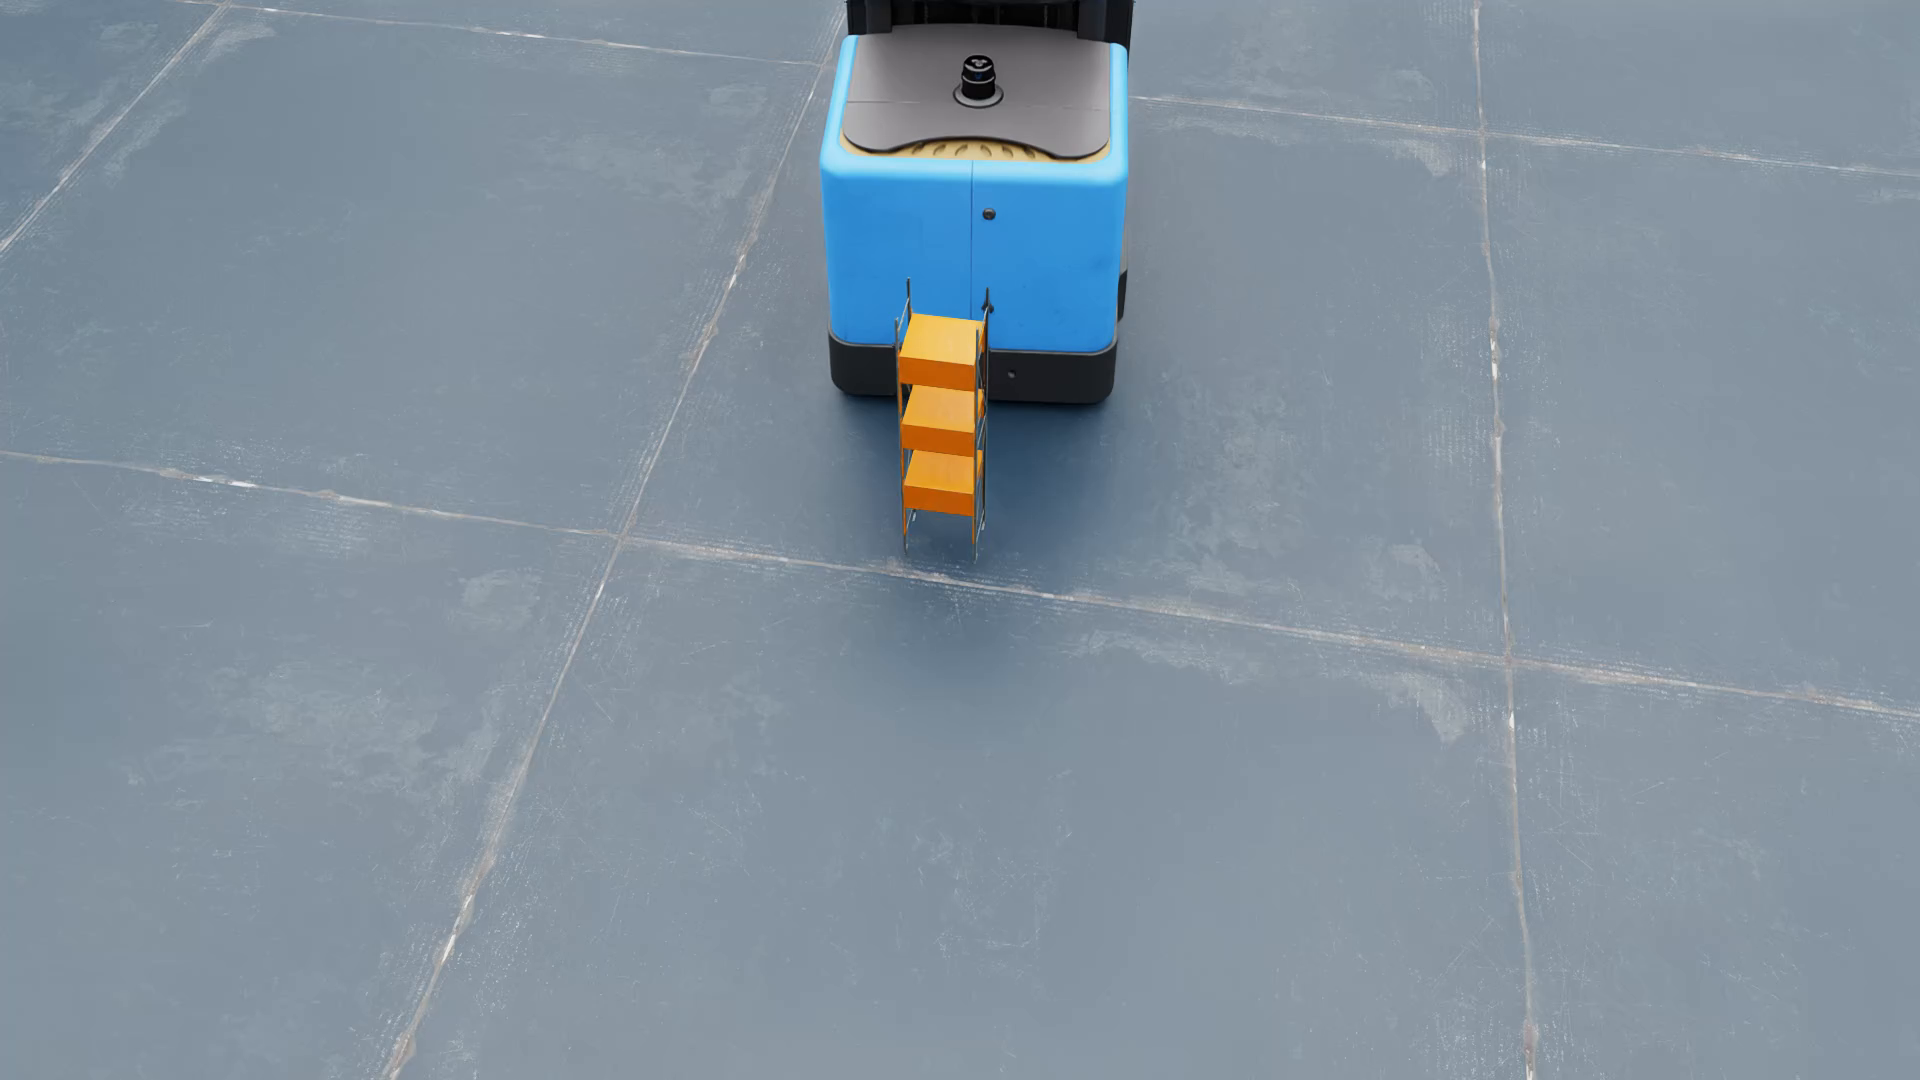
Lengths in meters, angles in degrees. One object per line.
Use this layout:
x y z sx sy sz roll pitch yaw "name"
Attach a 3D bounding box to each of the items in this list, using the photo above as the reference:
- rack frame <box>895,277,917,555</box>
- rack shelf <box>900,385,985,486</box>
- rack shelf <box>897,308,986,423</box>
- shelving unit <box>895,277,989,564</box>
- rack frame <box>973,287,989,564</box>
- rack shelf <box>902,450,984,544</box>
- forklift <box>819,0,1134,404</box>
-0.173 -0.374 5.380 0.008 1.050 0.200 8 49 7 "rack frame"
-0.053 -0.351 5.374 0.240 0.259 0.215 8 49 7 "rack shelf"
-0.053 -0.541 5.163 0.240 0.259 0.215 8 49 7 "rack shelf"
-0.053 -0.358 5.366 0.252 1.050 0.215 8 49 7 "shelving unit"
0.067 -0.342 5.351 0.008 1.050 0.200 8 49 7 "rack frame"
-0.053 -0.165 5.580 0.240 0.259 0.215 8 49 7 "rack shelf"
0.128 -2.574 6.092 1.130 2.935 3.031 3 48 2 "forklift"
